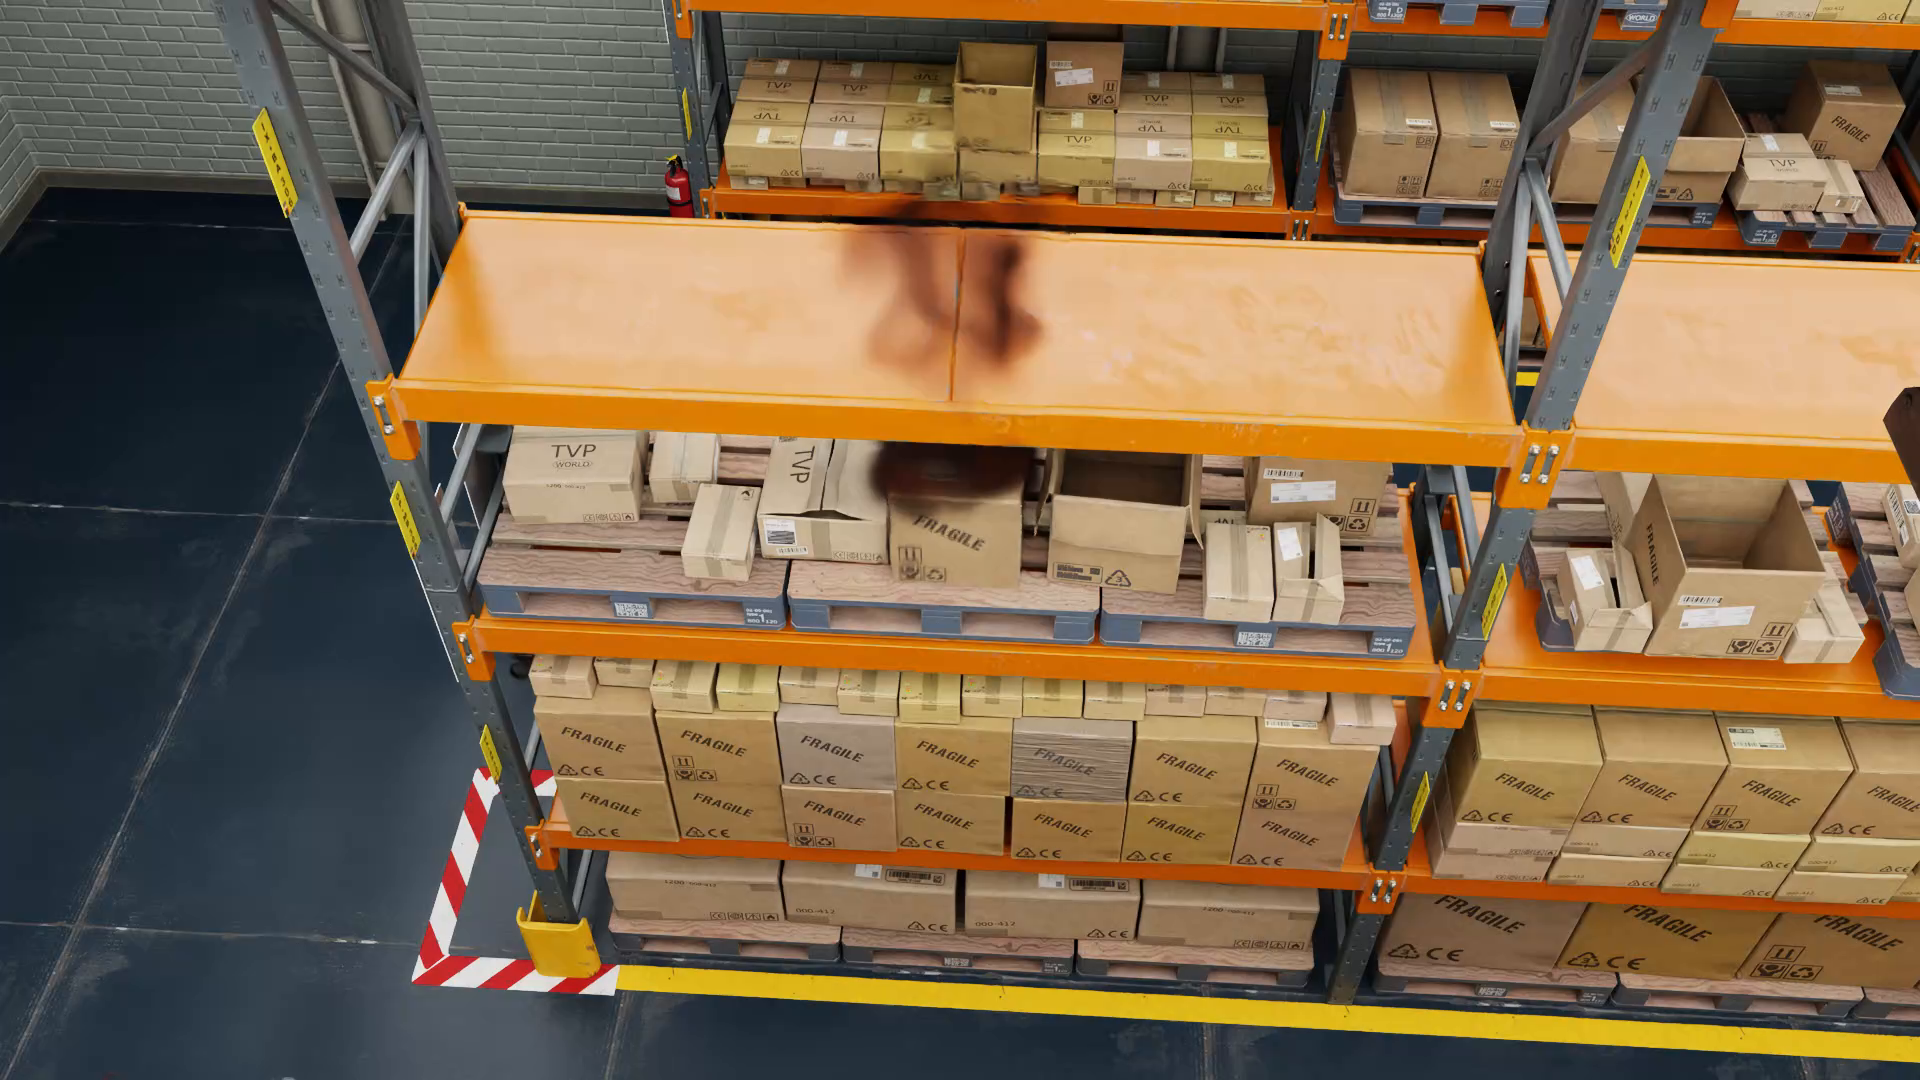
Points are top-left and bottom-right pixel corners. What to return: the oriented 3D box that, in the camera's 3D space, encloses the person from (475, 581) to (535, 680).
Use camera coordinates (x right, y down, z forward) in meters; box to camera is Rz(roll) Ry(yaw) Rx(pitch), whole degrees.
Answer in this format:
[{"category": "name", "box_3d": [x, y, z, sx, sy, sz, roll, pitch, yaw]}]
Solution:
[{"category": "person", "box_3d": [-2.517, 0.386, 9.278, 0.501, 1.665, 0.699, -23, 52, -19]}]
